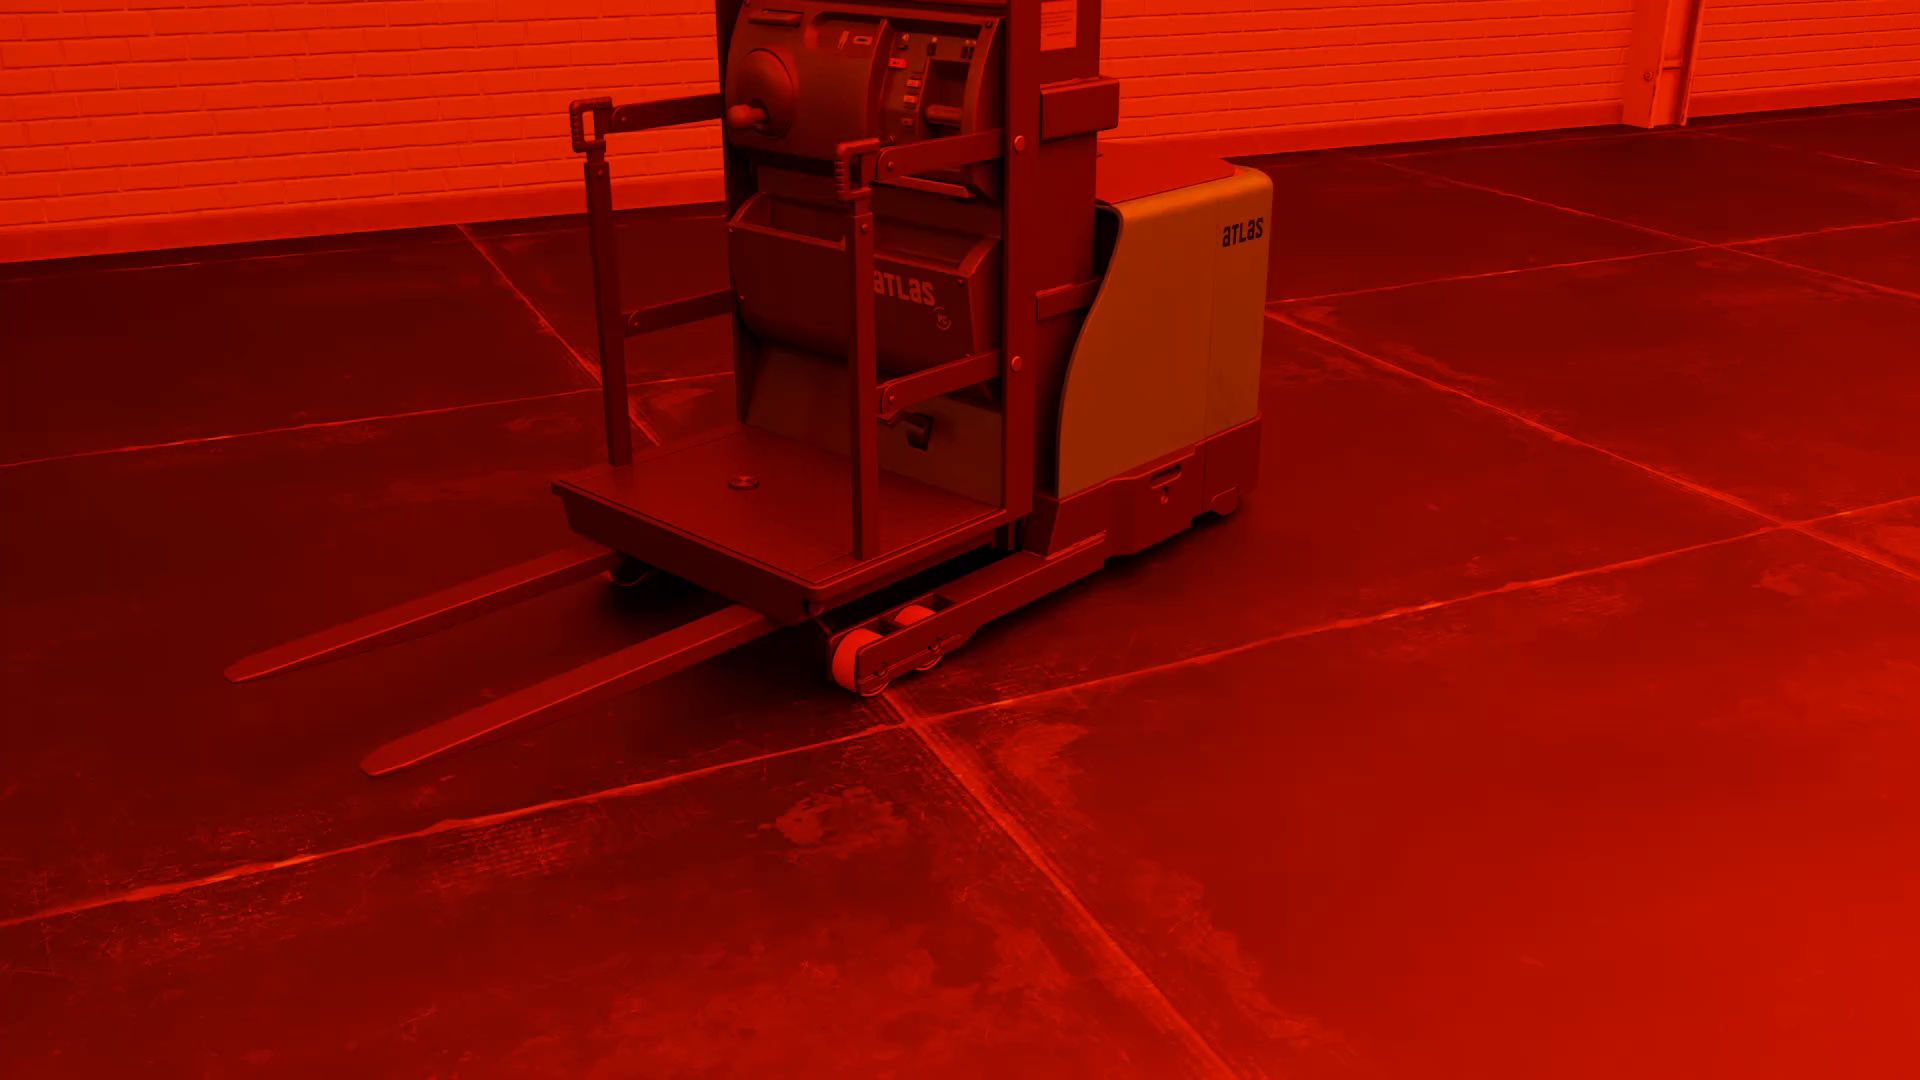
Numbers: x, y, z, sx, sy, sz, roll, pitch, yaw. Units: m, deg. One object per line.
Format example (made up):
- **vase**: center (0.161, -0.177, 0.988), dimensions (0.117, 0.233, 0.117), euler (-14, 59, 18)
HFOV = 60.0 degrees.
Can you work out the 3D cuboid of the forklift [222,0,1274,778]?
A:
- **forklift**: center (-0.413, -1.182, 4.131), dimensions (1.130, 2.935, 3.031), euler (19, 29, 39)
